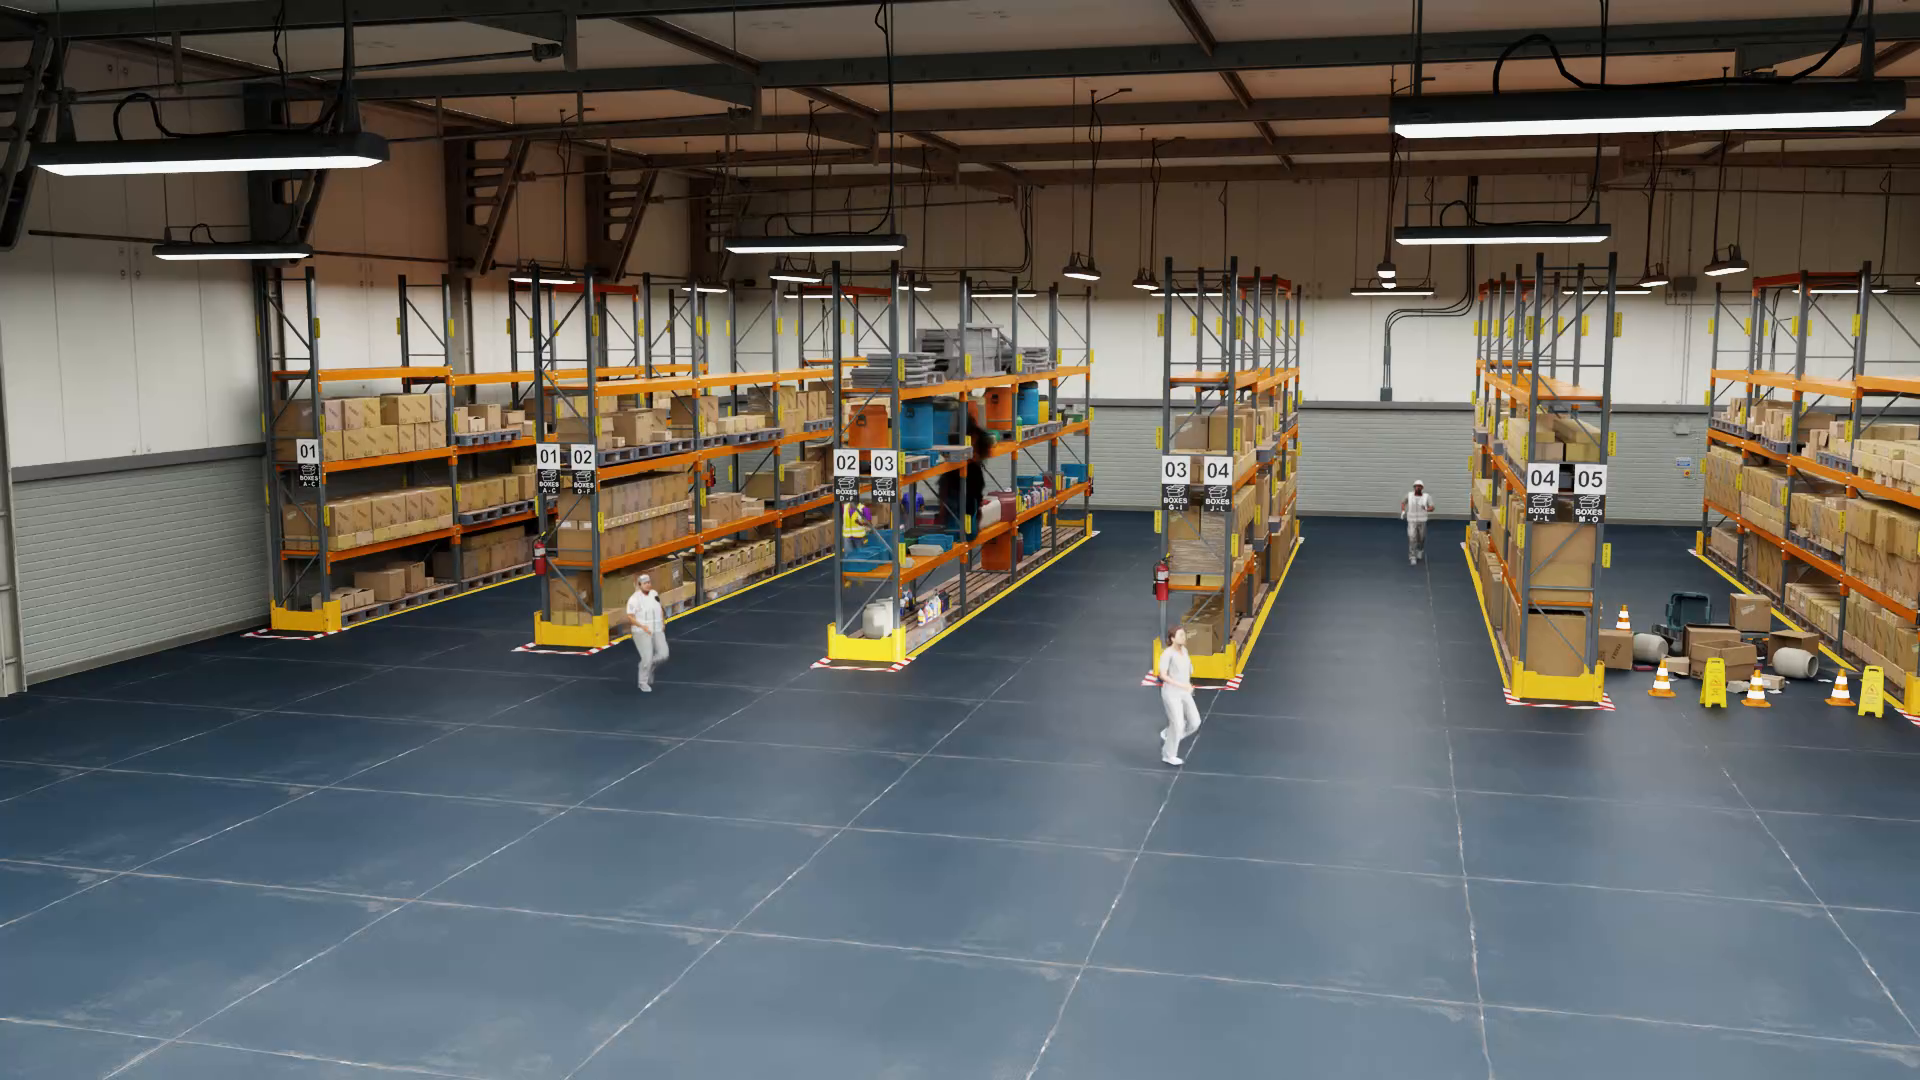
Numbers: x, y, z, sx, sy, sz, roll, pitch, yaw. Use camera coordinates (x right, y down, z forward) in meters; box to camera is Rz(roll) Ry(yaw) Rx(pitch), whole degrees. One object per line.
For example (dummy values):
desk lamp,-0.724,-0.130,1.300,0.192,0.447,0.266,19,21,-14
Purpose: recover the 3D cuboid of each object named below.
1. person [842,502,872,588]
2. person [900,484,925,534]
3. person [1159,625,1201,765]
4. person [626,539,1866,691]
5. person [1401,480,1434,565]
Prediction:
person,-1.948,-0.025,30.358,0.700,1.804,0.920,1,7,5
person,-1.064,-0.482,36.944,0.566,1.600,0.552,0,7,3
person,2.510,1.775,19.106,0.591,1.625,0.579,-7,10,-44
person,4.645,1.037,23.759,14.705,1.950,11.637,-7,10,-42
person,9.738,-0.398,35.416,0.686,1.763,0.996,2,7,13
